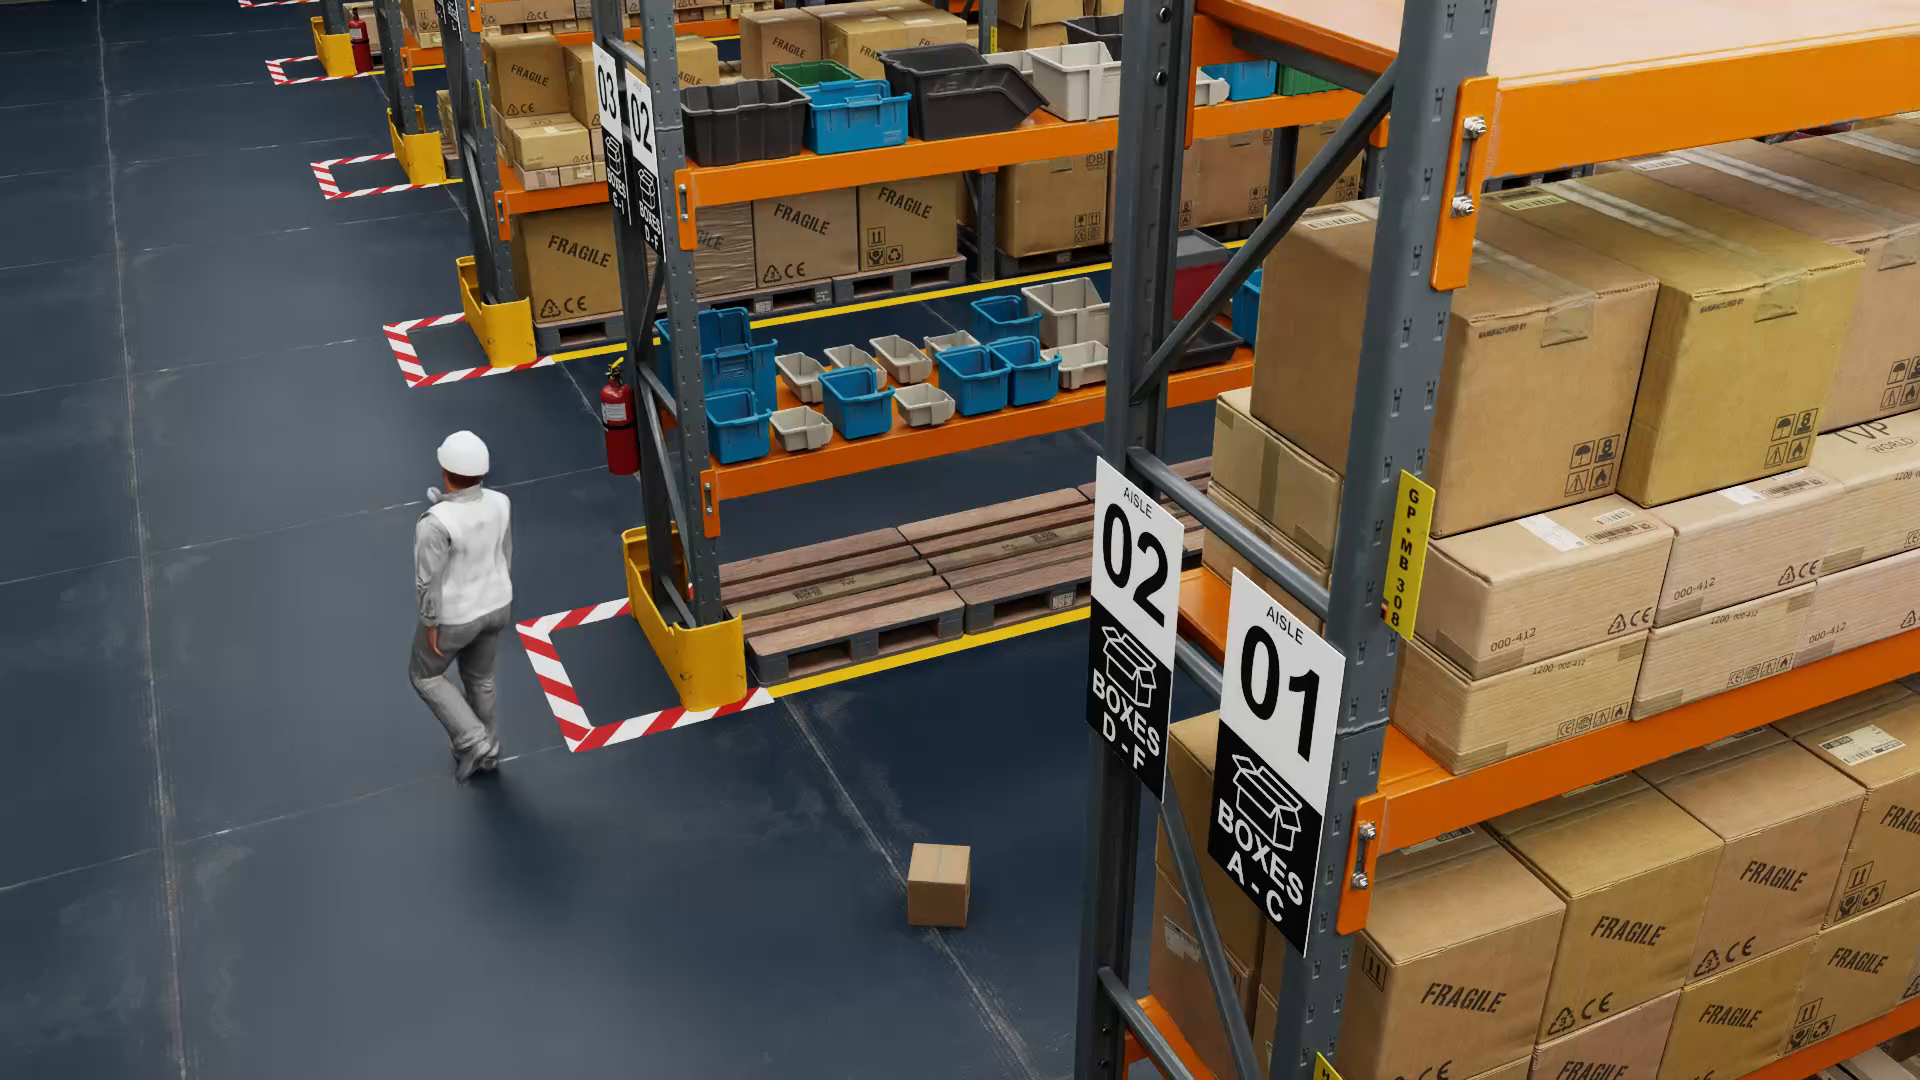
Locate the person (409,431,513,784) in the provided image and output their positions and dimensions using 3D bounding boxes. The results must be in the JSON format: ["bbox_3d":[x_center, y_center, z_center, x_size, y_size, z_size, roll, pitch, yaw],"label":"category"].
[{"bbox_3d":[-2.319,0.317,7.838,0.492,1.750,0.572,21,35,32],"label":"person"}]
